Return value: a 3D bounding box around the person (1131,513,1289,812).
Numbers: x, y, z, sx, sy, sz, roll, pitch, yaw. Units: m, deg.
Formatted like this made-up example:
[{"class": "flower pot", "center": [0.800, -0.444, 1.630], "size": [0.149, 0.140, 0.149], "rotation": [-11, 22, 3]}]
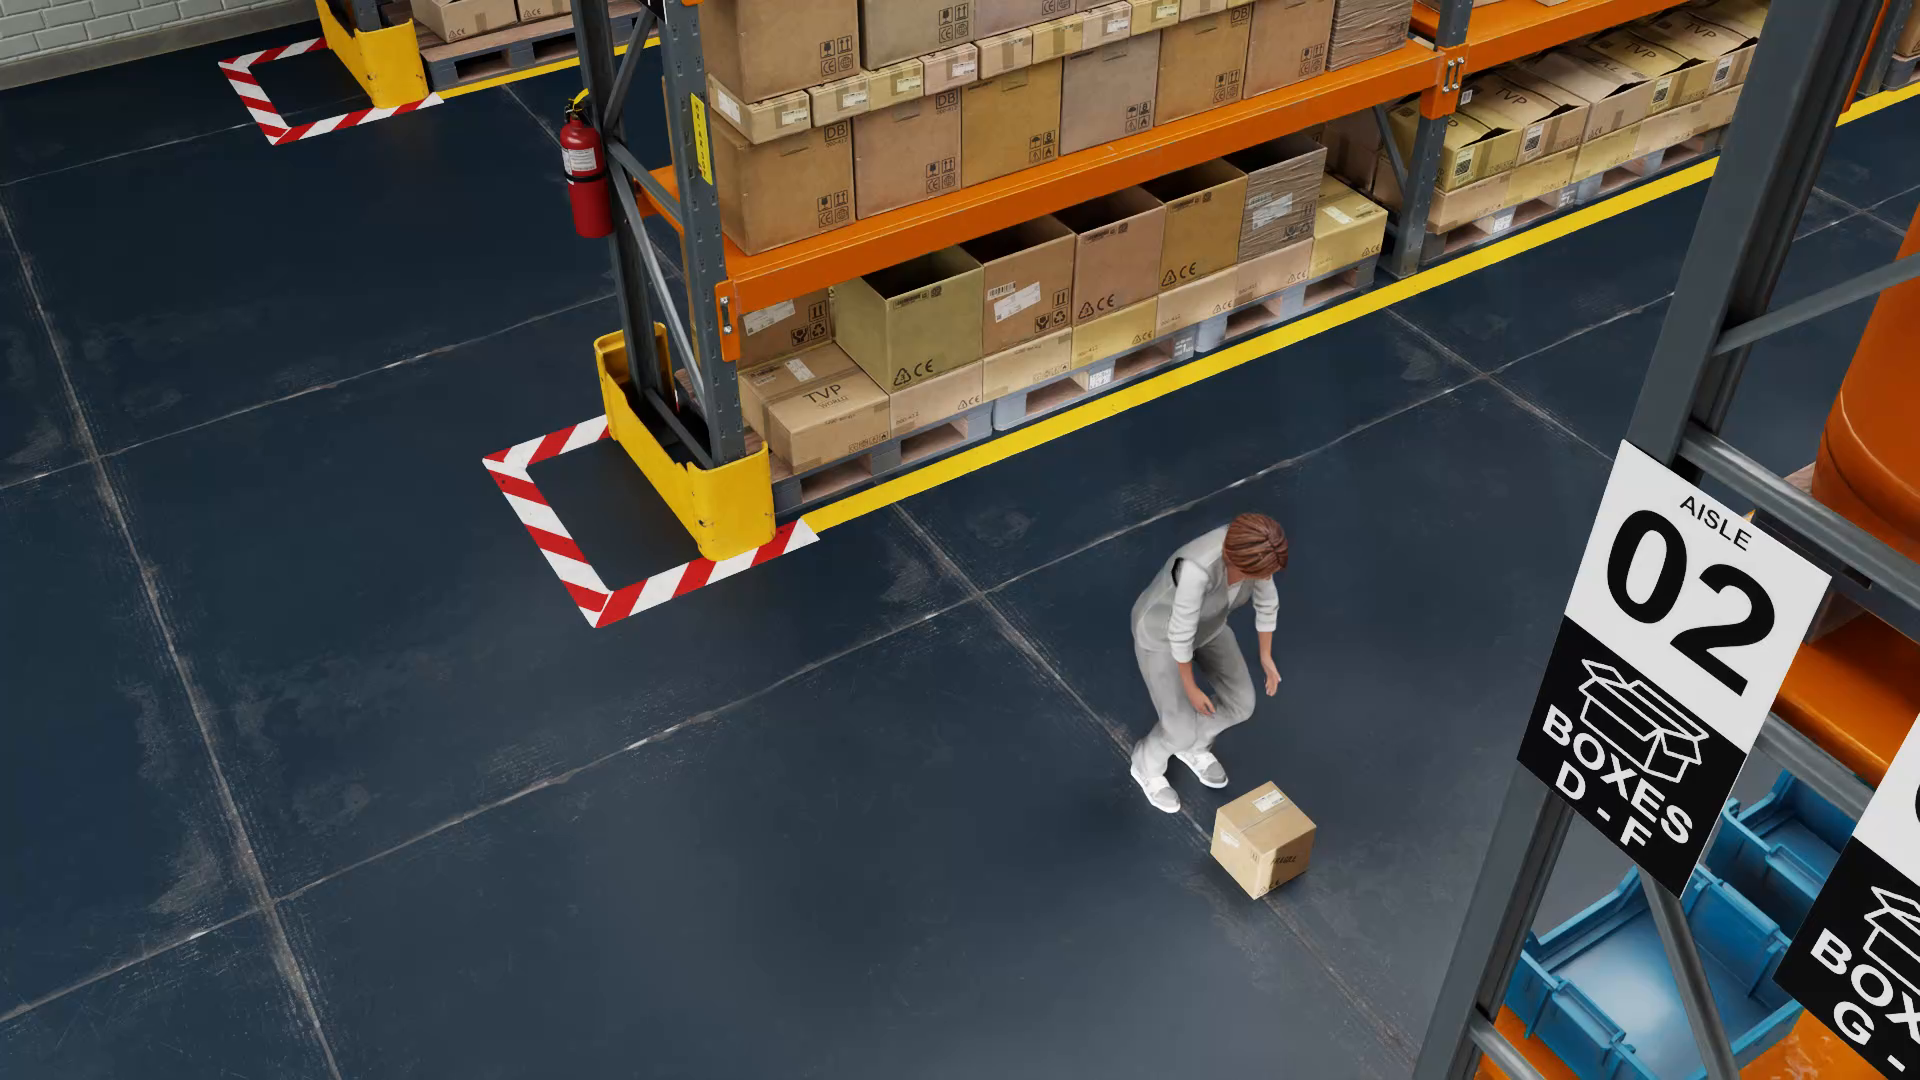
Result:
[{"class": "person", "center": [0.872, 0.386, 5.879], "size": [0.456, 1.408, 0.560], "rotation": [-22, 46, -23]}]
